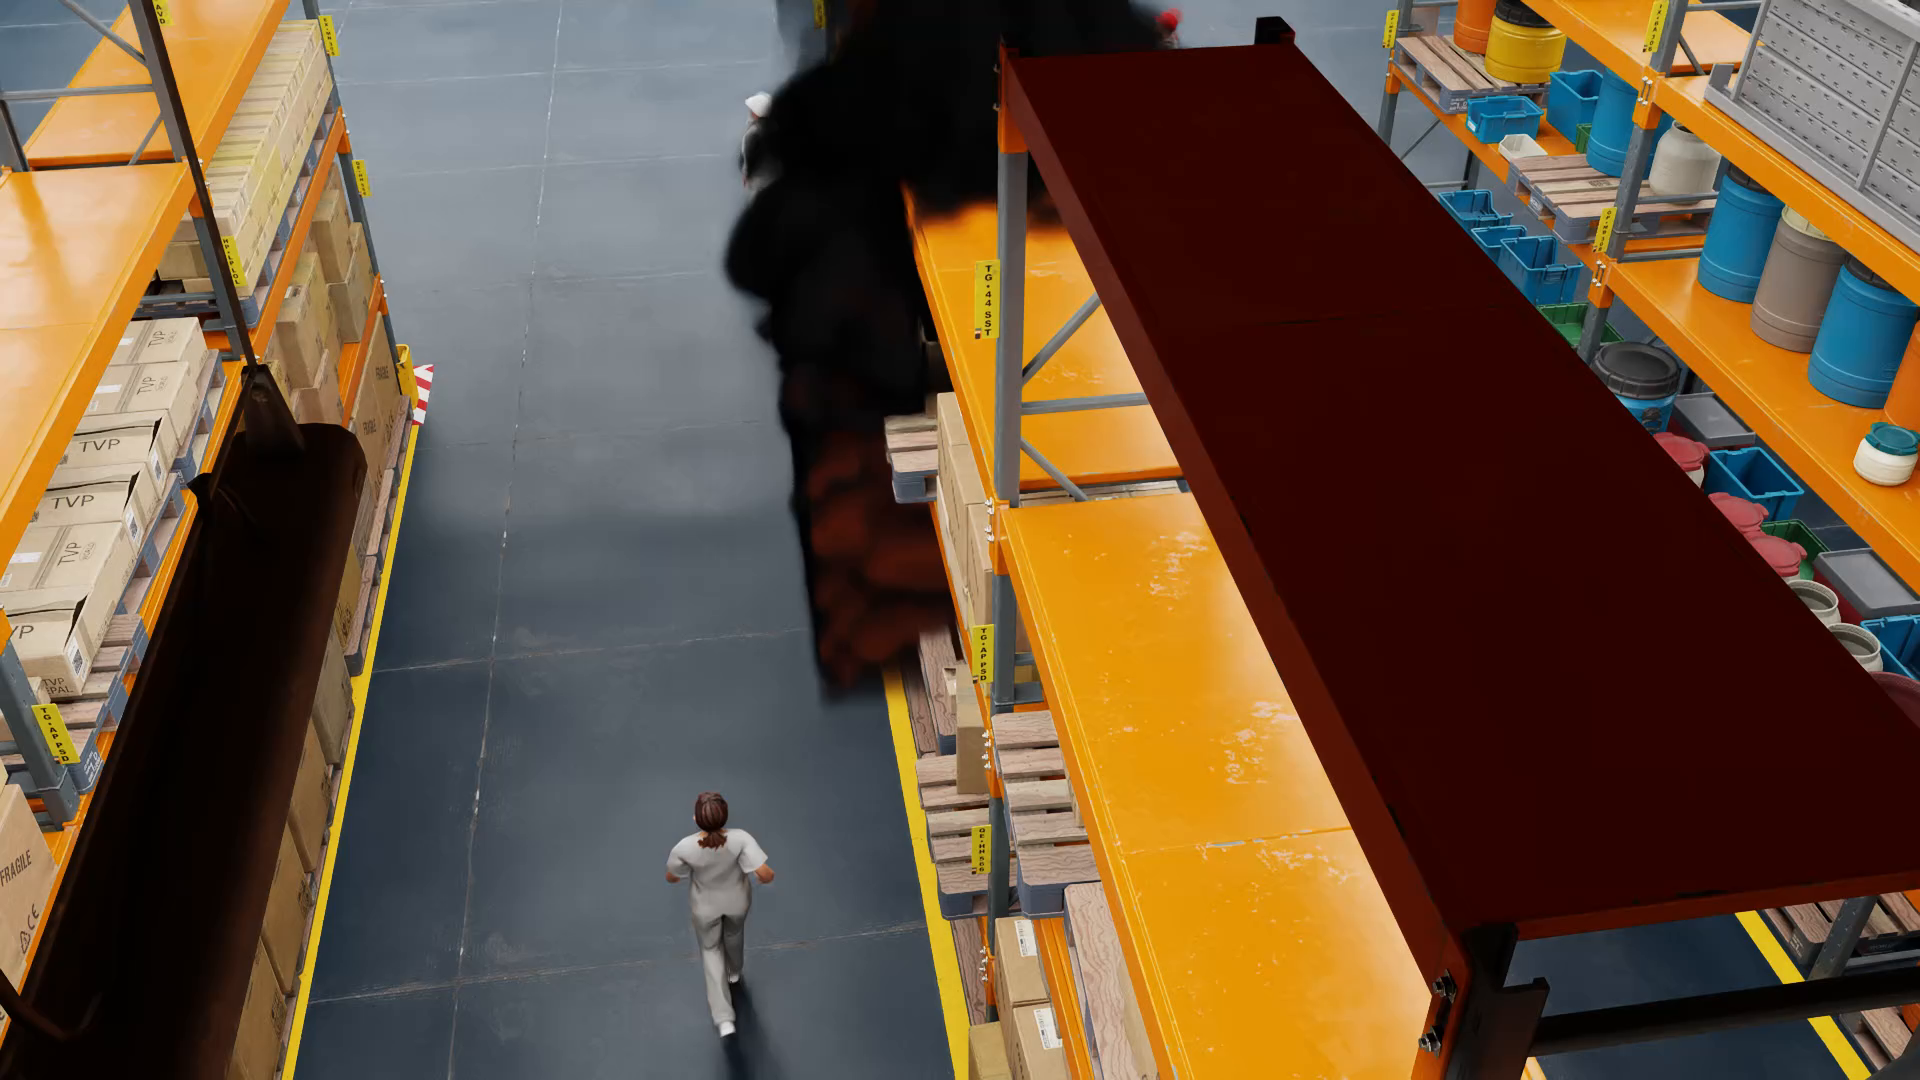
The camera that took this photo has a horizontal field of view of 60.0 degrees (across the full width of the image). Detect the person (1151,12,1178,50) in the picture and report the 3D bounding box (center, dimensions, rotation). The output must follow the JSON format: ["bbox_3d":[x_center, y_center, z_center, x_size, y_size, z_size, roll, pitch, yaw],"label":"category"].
[{"bbox_3d":[2.352,-5.157,19.007,0.707,1.756,0.652,8,37,11],"label":"person"}]

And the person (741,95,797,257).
[{"bbox_3d":[-1.934,-3.659,16.983,0.651,1.756,0.668,24,43,29],"label":"person"}]

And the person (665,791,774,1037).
[{"bbox_3d":[-1.318,2.038,9.256,0.580,1.662,0.854,-8,37,-11],"label":"person"}]
